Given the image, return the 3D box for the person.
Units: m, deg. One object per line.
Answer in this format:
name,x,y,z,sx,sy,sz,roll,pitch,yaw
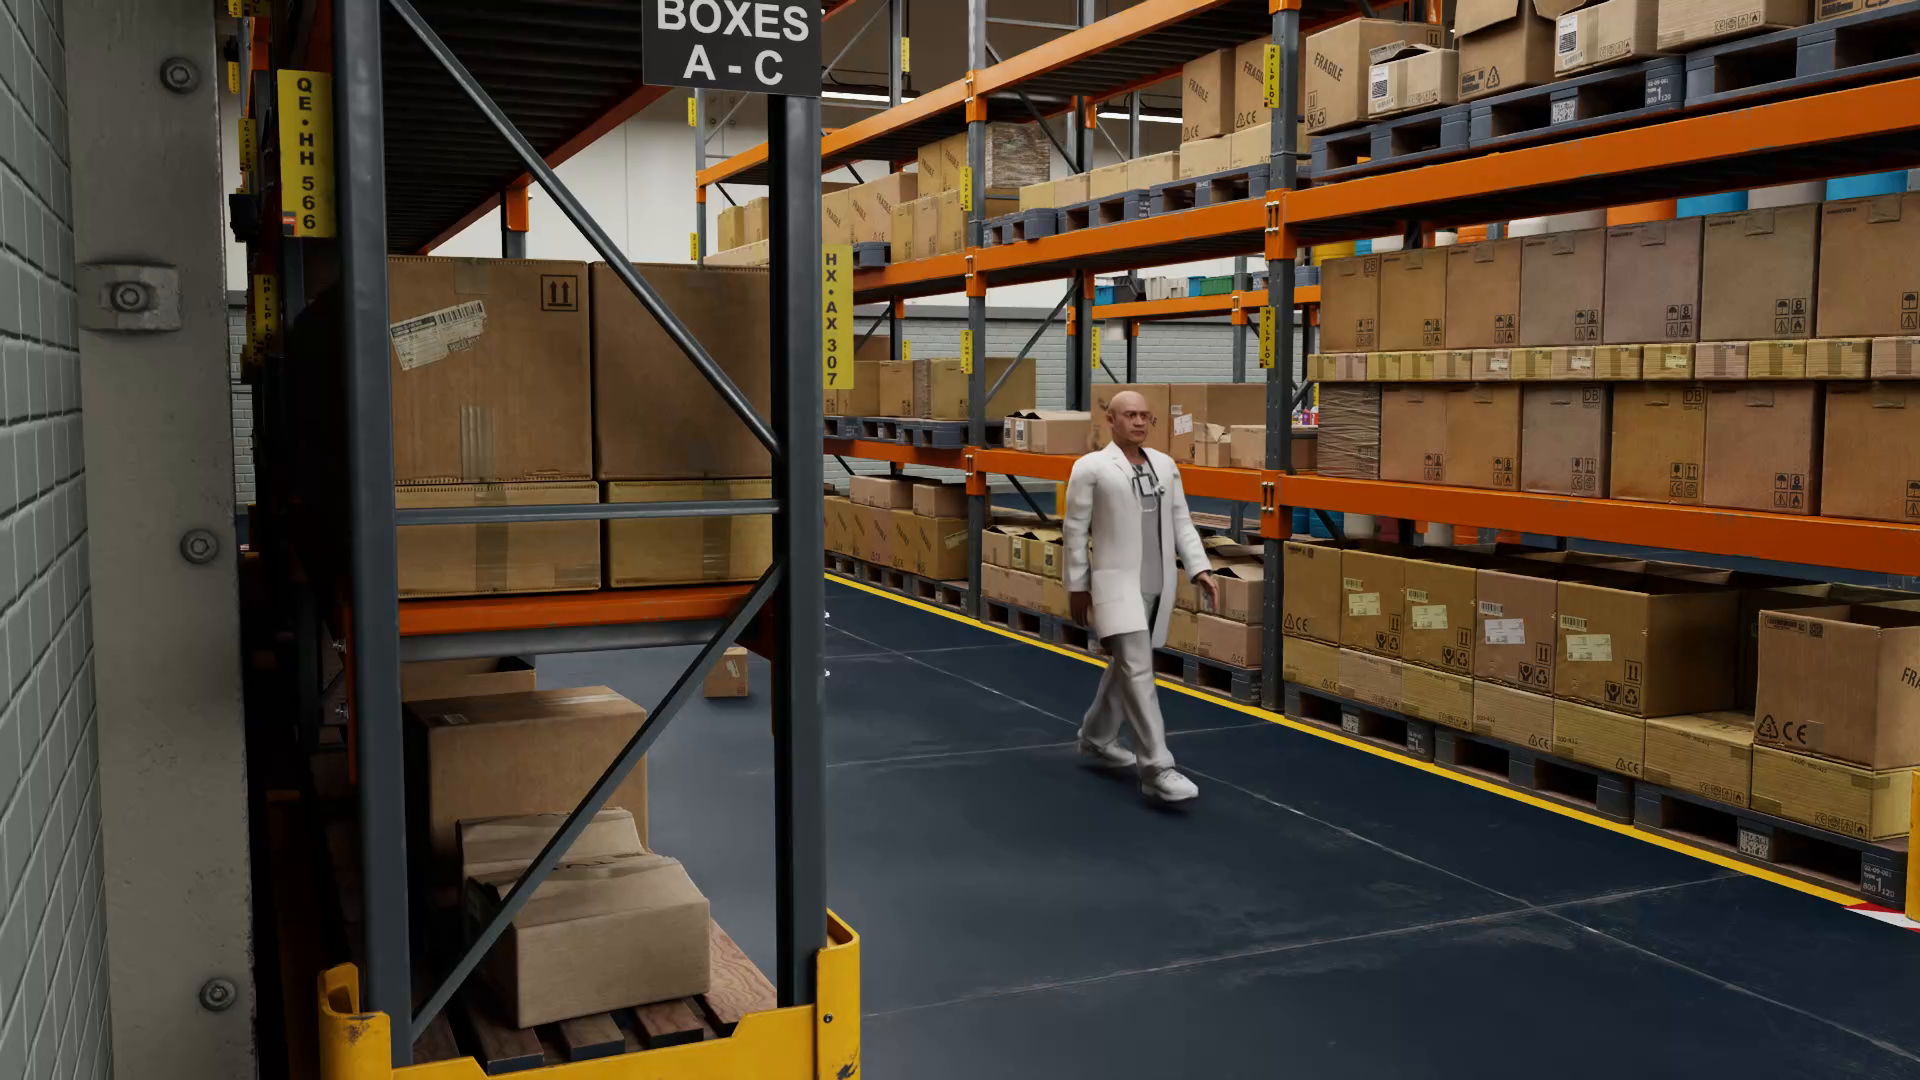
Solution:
person,0.823,0.208,7.295,0.587,1.720,1.078,-3,6,-30
